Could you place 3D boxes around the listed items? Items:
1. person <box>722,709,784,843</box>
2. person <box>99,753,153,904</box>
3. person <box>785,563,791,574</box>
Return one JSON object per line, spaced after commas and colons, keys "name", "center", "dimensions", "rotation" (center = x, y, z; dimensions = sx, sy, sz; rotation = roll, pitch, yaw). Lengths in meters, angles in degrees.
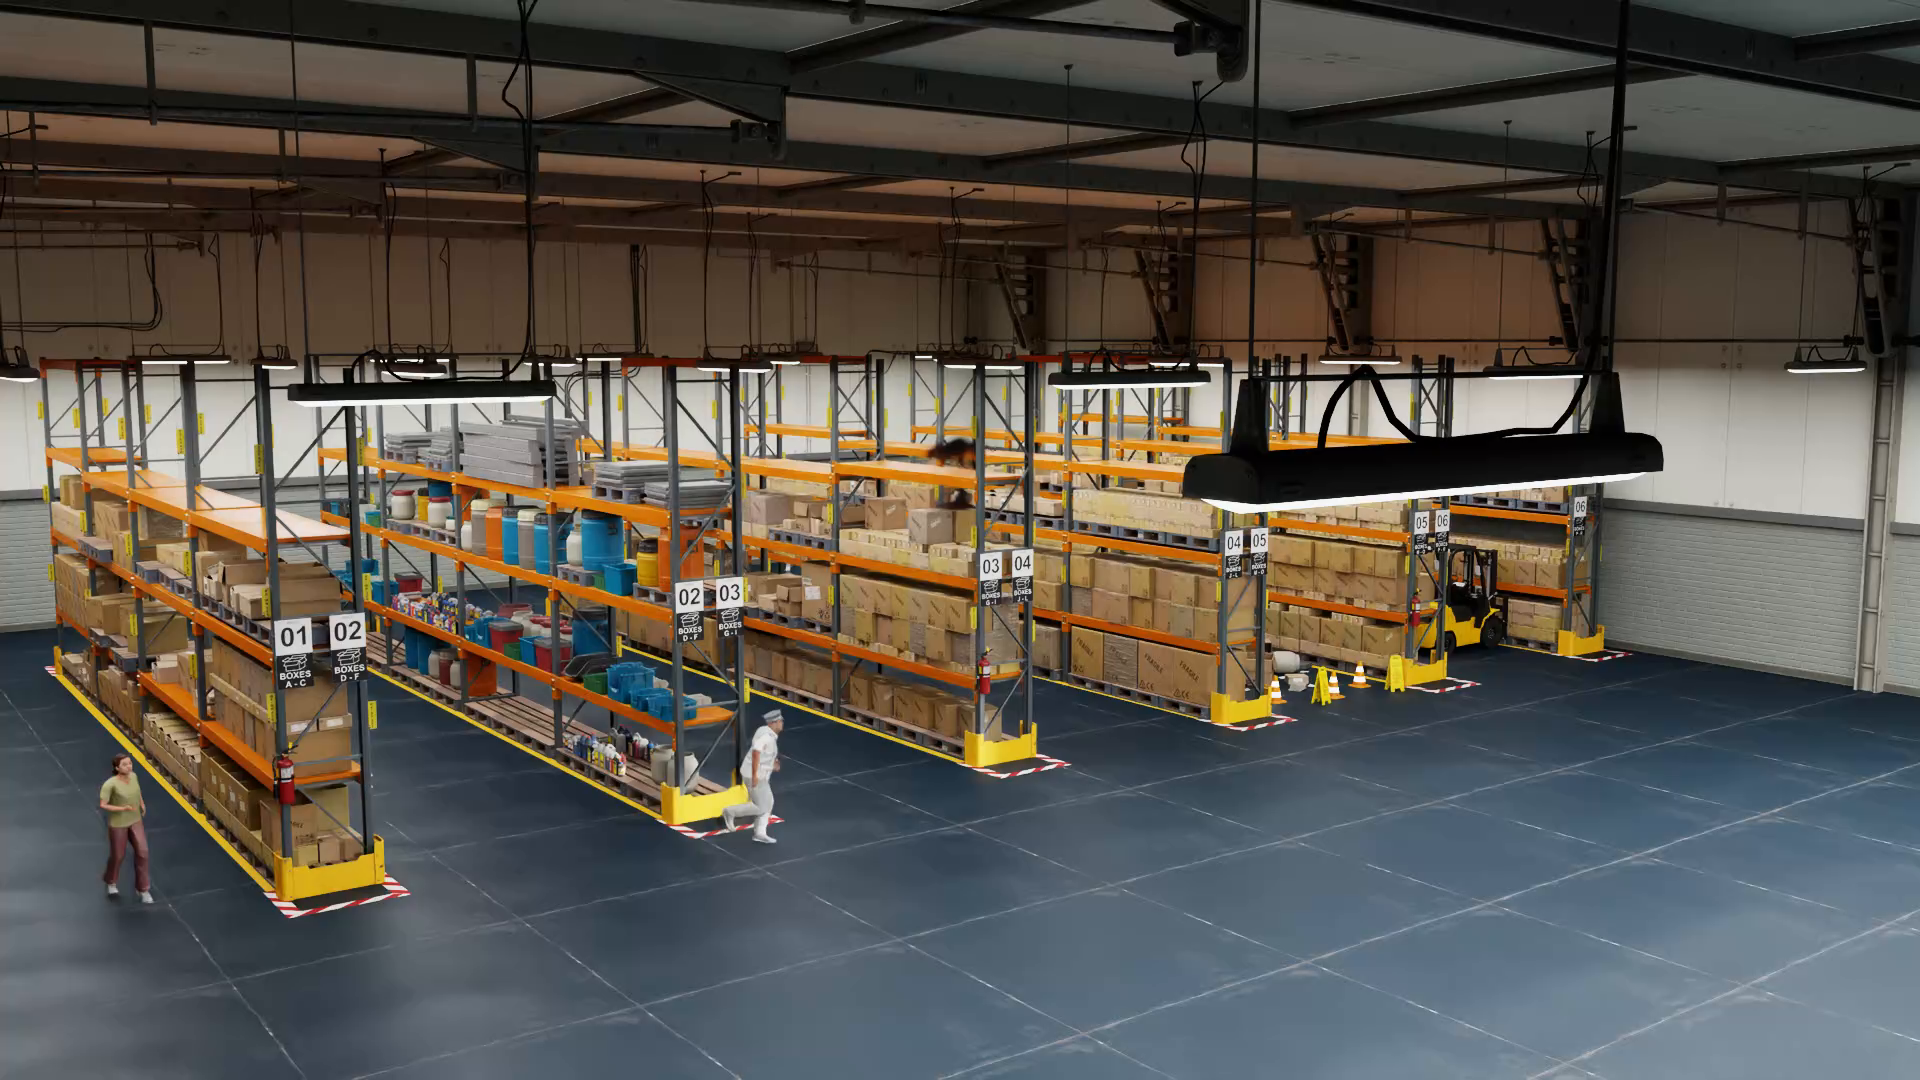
{"name": "person", "center": [-2.615, 3.001, 21.002], "dimensions": [0.810, 1.712, 0.666], "rotation": [-2, 7, -14]}
{"name": "person", "center": [-9.479, 3.257, 18.837], "dimensions": [0.762, 1.738, 0.572], "rotation": [5, 8, 35]}
{"name": "person", "center": [-4.363, 0.170, 43.641], "dimensions": [0.668, 1.775, 0.998], "rotation": [4, 8, 33]}
